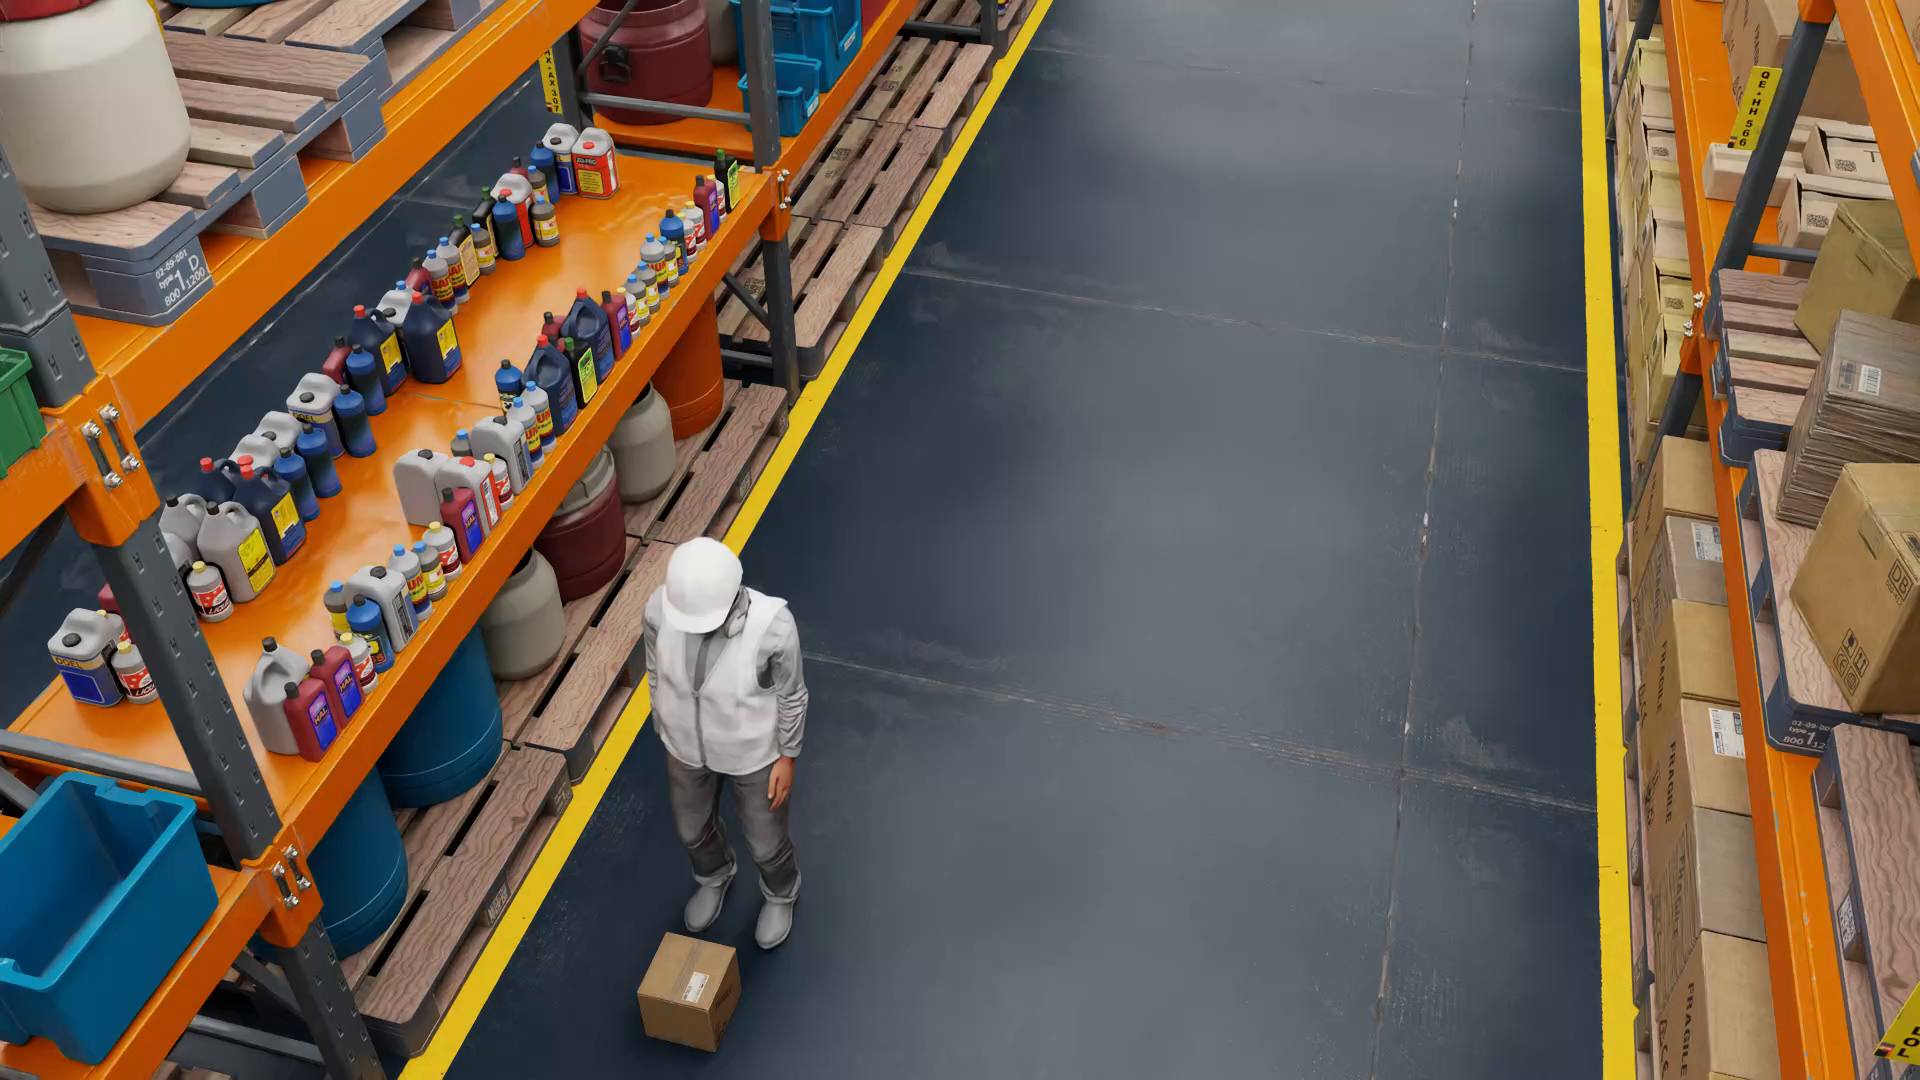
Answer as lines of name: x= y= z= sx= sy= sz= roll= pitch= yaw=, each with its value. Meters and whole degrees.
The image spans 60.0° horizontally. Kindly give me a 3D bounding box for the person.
person: x=-0.742 y=0.656 z=5.397 sx=0.540 sy=1.760 sz=0.389 roll=11 pitch=42 yaw=12
